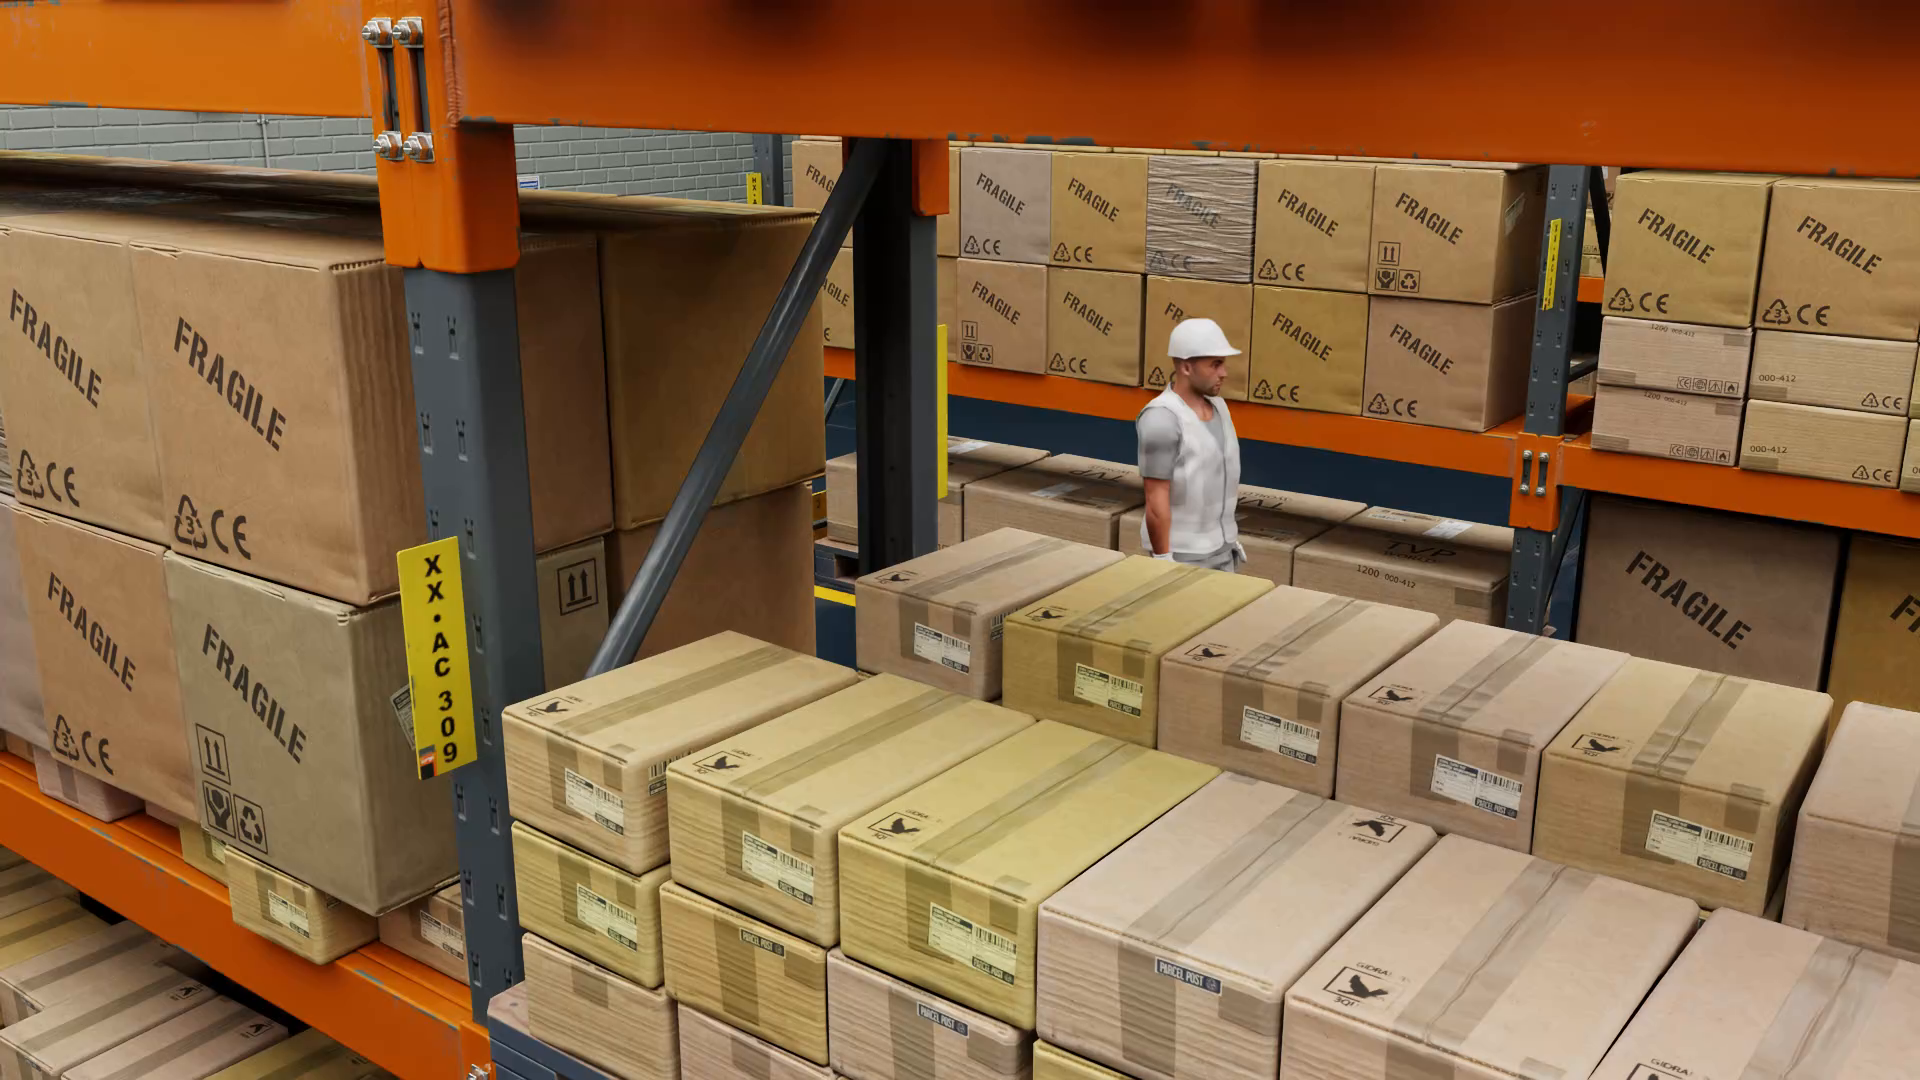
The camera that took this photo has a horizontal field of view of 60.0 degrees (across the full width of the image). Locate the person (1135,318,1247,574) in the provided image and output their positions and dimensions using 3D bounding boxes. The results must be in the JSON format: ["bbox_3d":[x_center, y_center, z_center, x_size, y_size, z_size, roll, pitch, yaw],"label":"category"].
[{"bbox_3d":[0.883,0.042,6.357,0.342,1.782,0.526,12,20,36],"label":"person"}]
